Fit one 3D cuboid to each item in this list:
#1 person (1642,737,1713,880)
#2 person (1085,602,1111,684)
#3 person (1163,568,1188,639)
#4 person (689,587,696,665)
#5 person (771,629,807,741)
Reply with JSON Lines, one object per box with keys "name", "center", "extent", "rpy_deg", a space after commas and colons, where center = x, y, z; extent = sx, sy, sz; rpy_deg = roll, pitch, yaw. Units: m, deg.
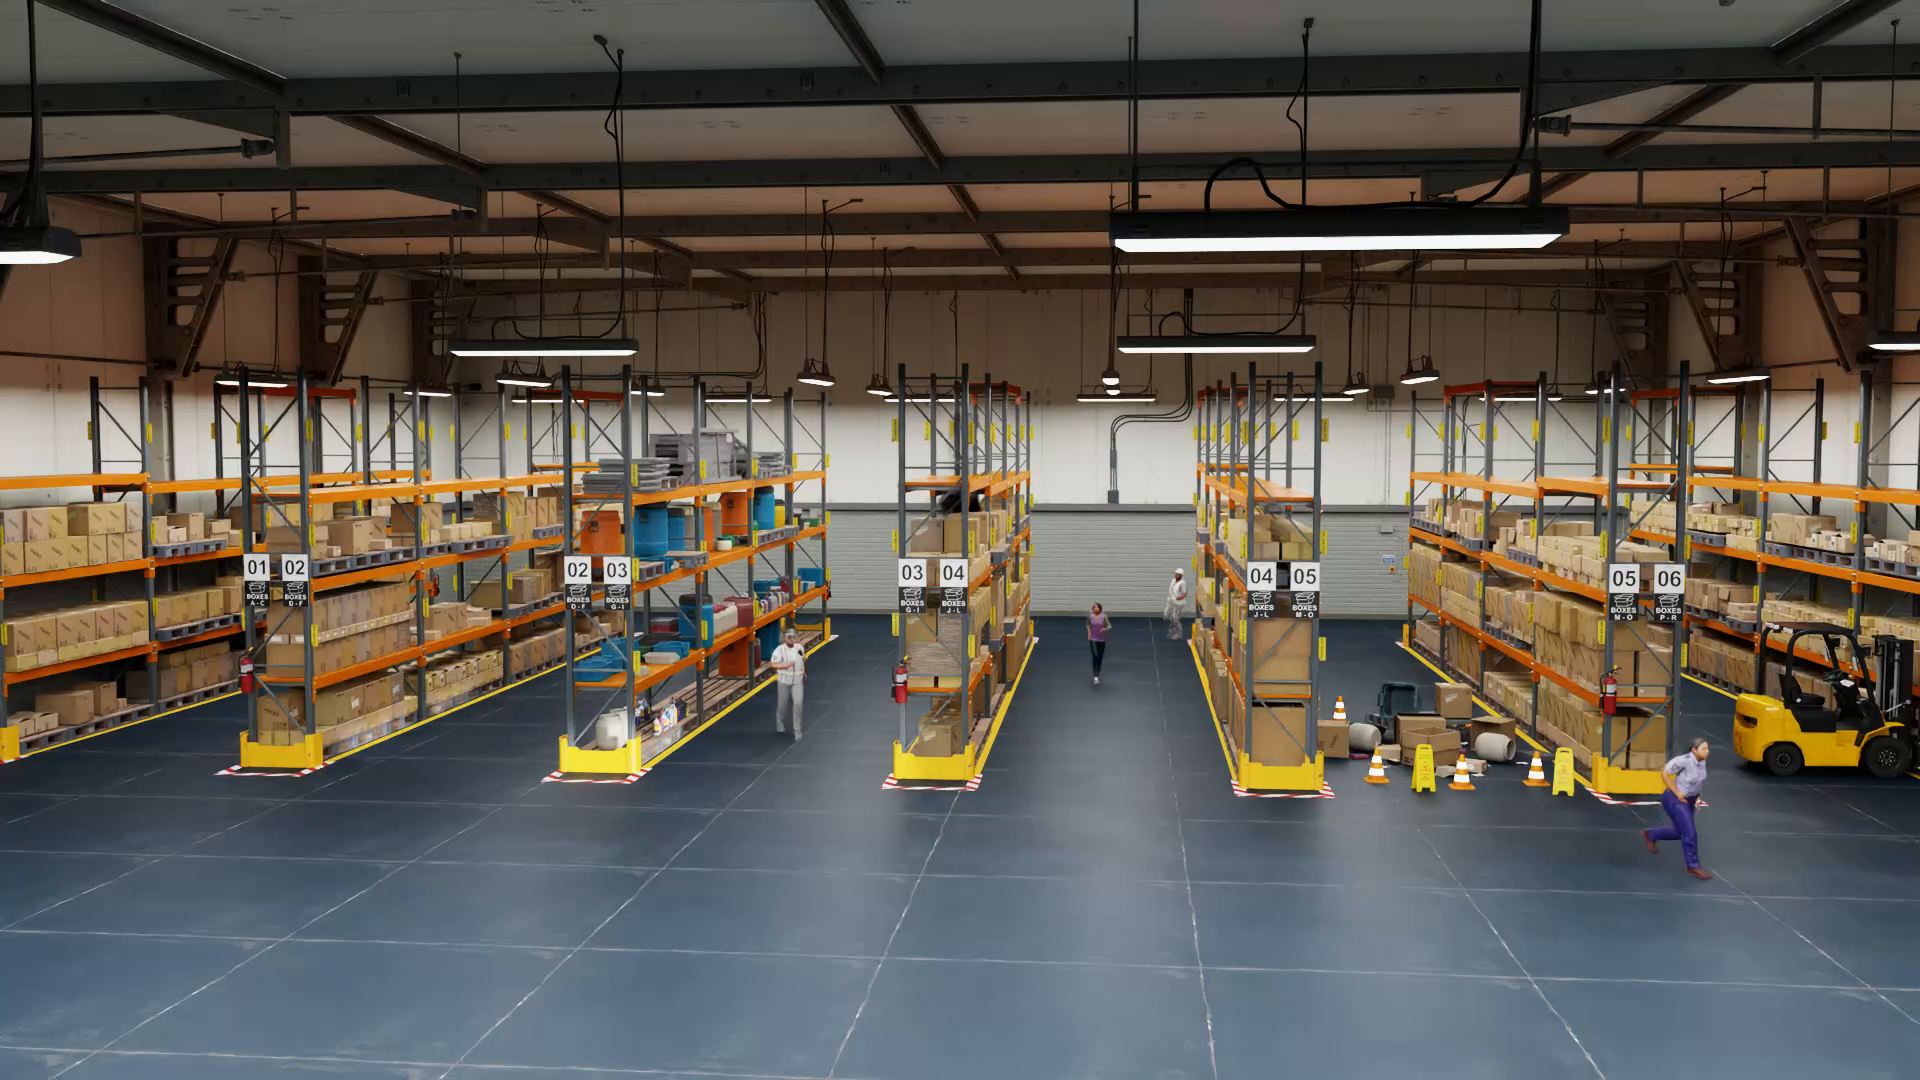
{"name": "person", "center": [8.165, 3.007, 18.986], "extent": [0.608, 1.581, 0.914], "rpy_deg": [-2, 4, -27]}
{"name": "person", "center": [2.792, 2.049, 33.569], "extent": [0.524, 1.611, 0.820], "rpy_deg": [0, 4, 4]}
{"name": "person", "center": [5.226, 1.549, 40.250], "extent": [0.595, 1.749, 0.689], "rpy_deg": [-3, 4, -34]}
{"name": "person", "center": [-5.784, 1.883, 36.149], "extent": [0.524, 1.687, 0.767], "rpy_deg": [1, 4, 13]}
{"name": "person", "center": [-2.812, 2.336, 27.383], "extent": [0.650, 1.795, 0.959], "rpy_deg": [-1, 4, -21]}
